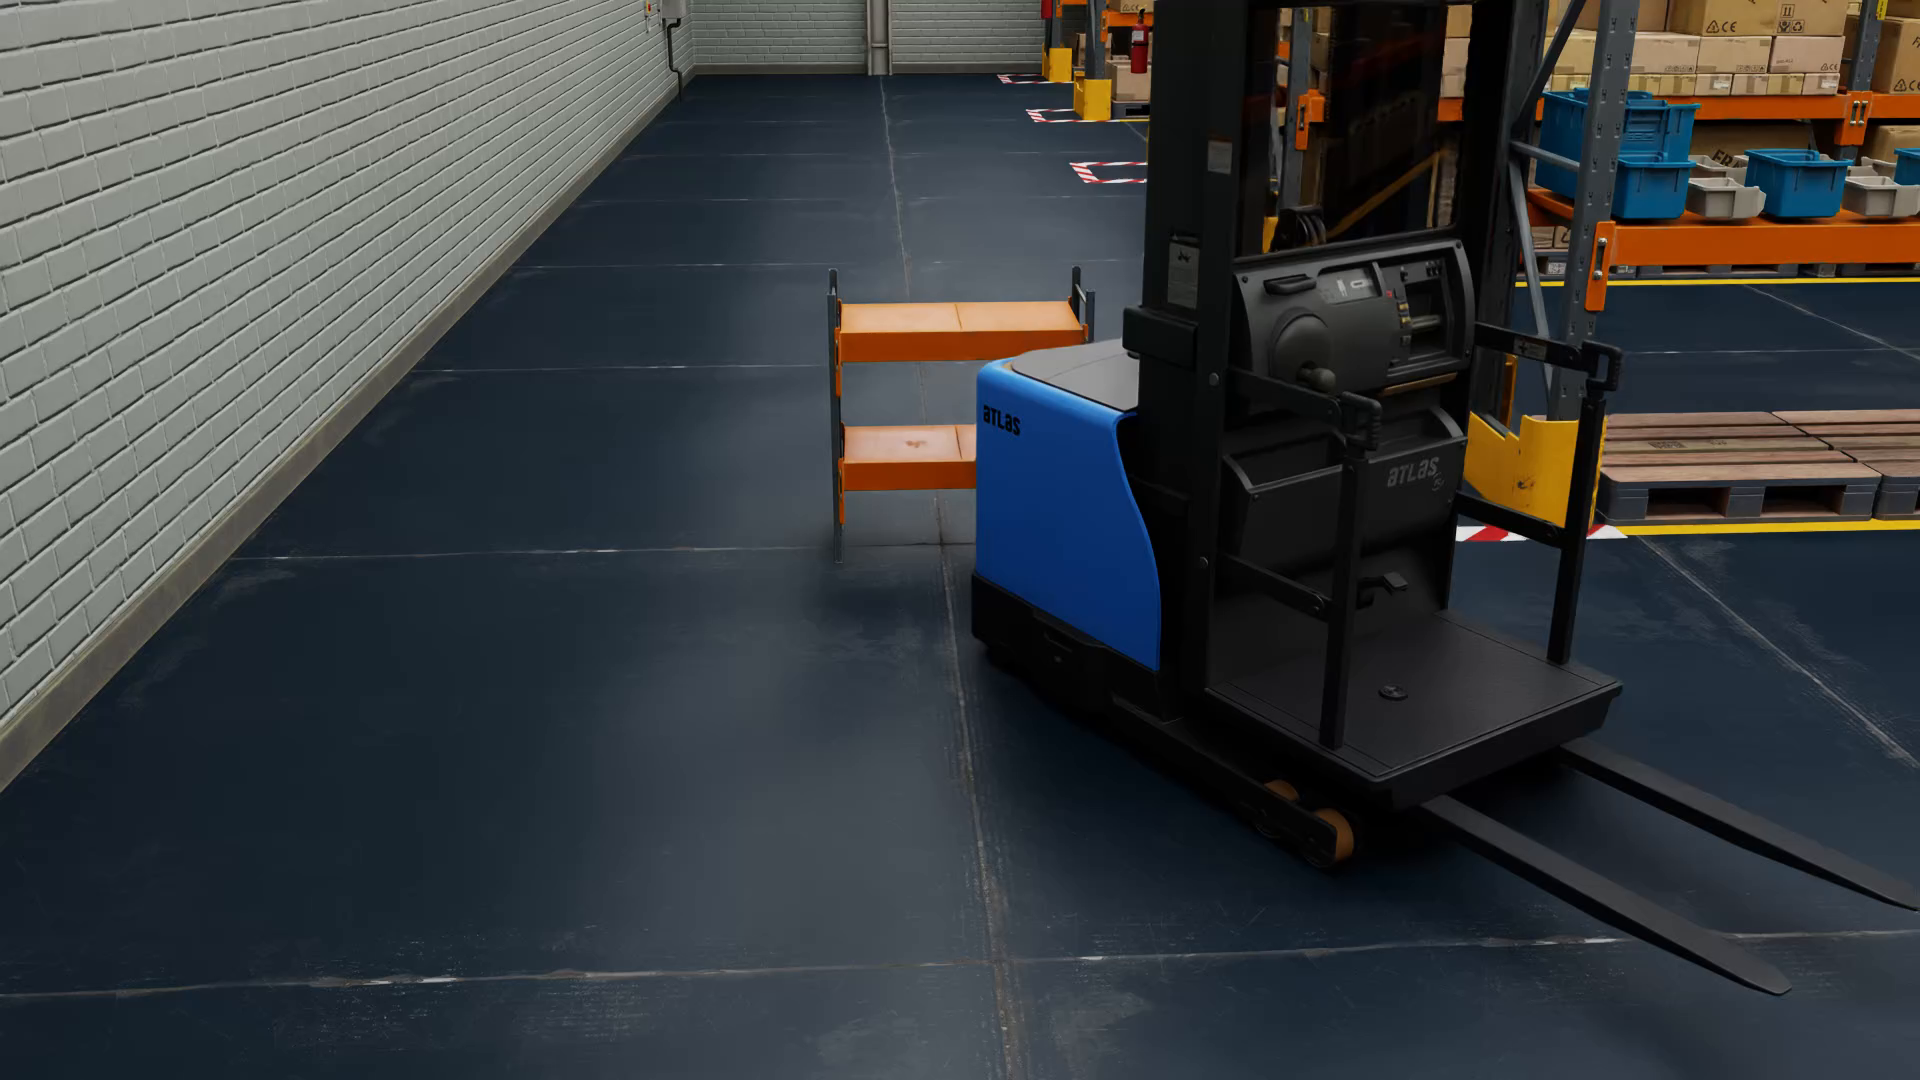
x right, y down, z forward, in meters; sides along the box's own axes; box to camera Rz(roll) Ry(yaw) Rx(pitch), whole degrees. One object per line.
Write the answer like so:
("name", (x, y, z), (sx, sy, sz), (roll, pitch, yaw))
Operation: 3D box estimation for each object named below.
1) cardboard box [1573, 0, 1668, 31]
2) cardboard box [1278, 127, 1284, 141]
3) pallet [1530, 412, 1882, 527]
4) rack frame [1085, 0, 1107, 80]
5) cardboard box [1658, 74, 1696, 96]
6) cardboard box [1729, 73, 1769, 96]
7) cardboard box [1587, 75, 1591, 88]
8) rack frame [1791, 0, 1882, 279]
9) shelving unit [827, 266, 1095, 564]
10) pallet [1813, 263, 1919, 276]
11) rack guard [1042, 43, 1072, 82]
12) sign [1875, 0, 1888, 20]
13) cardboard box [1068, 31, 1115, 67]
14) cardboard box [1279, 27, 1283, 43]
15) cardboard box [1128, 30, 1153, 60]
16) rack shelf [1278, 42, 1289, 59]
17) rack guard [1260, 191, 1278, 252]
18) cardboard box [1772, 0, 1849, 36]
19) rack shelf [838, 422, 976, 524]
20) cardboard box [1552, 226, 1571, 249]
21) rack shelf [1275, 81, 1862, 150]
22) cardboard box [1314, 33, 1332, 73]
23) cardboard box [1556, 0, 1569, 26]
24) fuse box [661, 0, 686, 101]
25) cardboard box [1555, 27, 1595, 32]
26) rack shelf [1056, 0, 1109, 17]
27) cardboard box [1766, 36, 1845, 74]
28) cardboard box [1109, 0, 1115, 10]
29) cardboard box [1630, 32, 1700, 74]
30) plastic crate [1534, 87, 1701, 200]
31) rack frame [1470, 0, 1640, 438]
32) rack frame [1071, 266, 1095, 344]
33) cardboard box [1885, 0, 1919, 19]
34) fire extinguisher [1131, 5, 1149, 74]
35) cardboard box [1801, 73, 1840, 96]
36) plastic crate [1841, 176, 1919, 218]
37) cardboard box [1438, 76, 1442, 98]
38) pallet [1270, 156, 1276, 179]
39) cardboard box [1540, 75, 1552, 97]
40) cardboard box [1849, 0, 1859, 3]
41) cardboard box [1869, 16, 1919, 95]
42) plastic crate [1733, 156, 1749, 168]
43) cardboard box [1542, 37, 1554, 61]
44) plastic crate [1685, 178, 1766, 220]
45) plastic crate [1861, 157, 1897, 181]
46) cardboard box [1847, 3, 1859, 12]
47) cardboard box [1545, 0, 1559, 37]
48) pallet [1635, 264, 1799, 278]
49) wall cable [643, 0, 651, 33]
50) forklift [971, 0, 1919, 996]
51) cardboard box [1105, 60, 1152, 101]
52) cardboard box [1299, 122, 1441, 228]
("cardboard box", (4.789, -3.969, 12.069), (0.500, 0.500, 0.500), (-2, 21, -5))
("cardboard box", (3.171, -4.115, 16.712), (0.250, 0.149, 0.380), (-1, 21, -2))
("pallet", (3.408, -0.347, 7.736), (1.213, 0.211, 1.003), (-1, 21, -3))
("rack frame", (1.734, -6.927, 21.099), (0.127, 3.000, 1.000), (-1, 21, -3))
("cardboard box", (4.980, -3.227, 11.734), (0.250, 0.149, 0.380), (-1, 21, -2))
("cardboard box", (5.494, -3.237, 11.762), (0.250, 0.149, 0.380), (-2, 21, -4))
("cardboard box", (4.470, -3.217, 11.708), (0.250, 0.149, 0.380), (-1, 21, -2))
("rack frame", (6.293, -3.488, 12.066), (0.127, 3.000, 1.000), (-1, 21, -3))
("shelving unit", (-0.007, -0.526, 6.920), (1.048, 1.125, 0.538), (-1, 21, -3))
("pallet", (7.059, -2.227, 12.674), (1.213, 0.211, 1.003), (-1, 21, -3))
("rack guard", (1.522, -7.523, 26.179), (0.348, 0.500, 1.175), (-1, 21, -3))
("sign", (6.326, -3.732, 11.381), (0.005, 0.325, 0.100), (-1, 21, -3))
("cardboard box", (2.063, -7.699, 26.044), (0.637, 0.503, 0.797), (-2, 21, -5))
("cardboard box", (2.983, -4.950, 16.259), (0.250, 0.149, 0.380), (-2, 21, -5))
("cardboard box", (2.918, -7.701, 26.054), (0.500, 0.500, 0.700), (0, 21, -1))
("rack shelf", (4.114, -4.875, 16.721), (4.000, 0.370, 1.077), (-1, 21, -3))
("rack guard", (2.275, -2.238, 12.297), (0.348, 0.500, 1.175), (-1, 21, -3))
("cardboard box", (5.849, -3.803, 11.633), (0.500, 0.500, 0.500), (-1, 21, -1))
("rack shelf", (-0.007, -0.297, 7.007), (1.000, 0.278, 0.538), (-1, 21, -3))
("cardboard box", (4.731, -2.688, 12.361), (0.875, 0.875, 0.875), (-1, 21, -3))
("rack shelf", (4.296, -3.111, 12.088), (4.000, 0.370, 1.077), (-1, 21, -3))
("cardboard box", (2.794, -3.389, 11.601), (0.500, 0.250, 0.500), (-2, 21, -4))
("cardboard box", (5.644, -5.327, 16.340), (0.500, 0.500, 0.500), (-1, 21, -3))
("fuse box", (-3.869, -6.951, 22.974), (0.414, 1.711, 0.539), (-1, 21, -3))
("cardboard box", (4.302, -3.612, 12.186), (0.500, 0.250, 0.500), (-1, 21, -3))
("rack shelf", (3.443, -8.395, 25.965), (4.000, 0.370, 1.077), (-1, 21, -3))
("cardboard box", (5.867, -3.455, 11.772), (0.500, 0.250, 0.500), (-2, 21, -4))
("cardboard box", (2.200, -7.078, 21.354), (0.500, 0.500, 0.500), (-1, 21, -3))
("cardboard box", (4.841, -3.433, 11.714), (0.500, 0.250, 0.500), (-1, 21, -2))
("plastic crate", (2.906, -1.765, 7.407), (0.499, 0.435, 0.616), (-1, 21, -3))
("rack frame", (2.582, -1.647, 7.232), (0.127, 3.000, 1.000), (-1, 21, -3))
("rack frame", (0.501, -0.536, 6.948), (0.032, 1.125, 0.500), (-1, 21, -3))
("cardboard box", (6.930, -4.019, 11.912), (0.637, 0.503, 0.797), (-2, 21, -4))
("fire extinguisher", (1.839, -5.119, 16.984), (0.183, 0.674, 0.296), (-1, 21, -3))
("cardboard box", (6.007, -3.248, 11.789), (0.250, 0.149, 0.380), (-1, 21, -3))
("plastic crate", (3.850, -1.431, 6.950), (0.298, 0.136, 0.250), (-1, 21, -3))
("cardboard box", (3.184, -3.190, 11.638), (0.250, 0.149, 0.380), (-2, 21, -4))
("pallet", (3.006, -3.873, 16.997), (1.213, 0.211, 1.003), (-1, 21, -3))
("cardboard box", (3.956, -3.206, 11.680), (0.250, 0.149, 0.380), (-1, 21, -4))
("cardboard box", (8.609, -5.358, 16.323), (0.250, 0.149, 0.380), (-1, 21, -3))
("cardboard box", (6.766, -3.455, 11.840), (0.500, 0.500, 0.500), (-1, 21, -3))
("plastic crate", (3.676, -1.634, 7.482), (0.243, 0.136, 0.396), (-1, 21, -3))
("cardboard box", (3.814, -3.411, 11.658), (0.500, 0.250, 0.500), (-2, 21, -5))
("plastic crate", (3.172, -1.417, 6.914), (0.298, 0.136, 0.250), (-1, 21, -3))
("plastic crate", (4.247, -1.661, 7.553), (0.250, 0.136, 0.298), (-1, 21, -3))
("cardboard box", (8.615, -5.219, 16.376), (0.250, 0.149, 0.380), (-2, 21, -5))
("cardboard box", (3.810, -3.763, 11.527), (0.500, 0.500, 0.500), (-2, 21, -5))
("pallet", (5.529, -2.197, 12.595), (1.213, 0.211, 1.003), (-1, 21, -3))
("wall cable", (-3.895, -7.294, 20.590), (0.123, 1.953, 0.585), (-1, 21, -3))
("forklift", (1.285, -0.639, 4.680), (1.130, 2.935, 3.031), (-14, 25, -32))
("cardboard box", (2.387, -5.975, 21.609), (0.875, 0.438, 0.875), (-2, 21, -5))
("cardboard box", (2.934, -2.651, 12.265), (0.875, 0.875, 0.875), (-1, 21, -3))
